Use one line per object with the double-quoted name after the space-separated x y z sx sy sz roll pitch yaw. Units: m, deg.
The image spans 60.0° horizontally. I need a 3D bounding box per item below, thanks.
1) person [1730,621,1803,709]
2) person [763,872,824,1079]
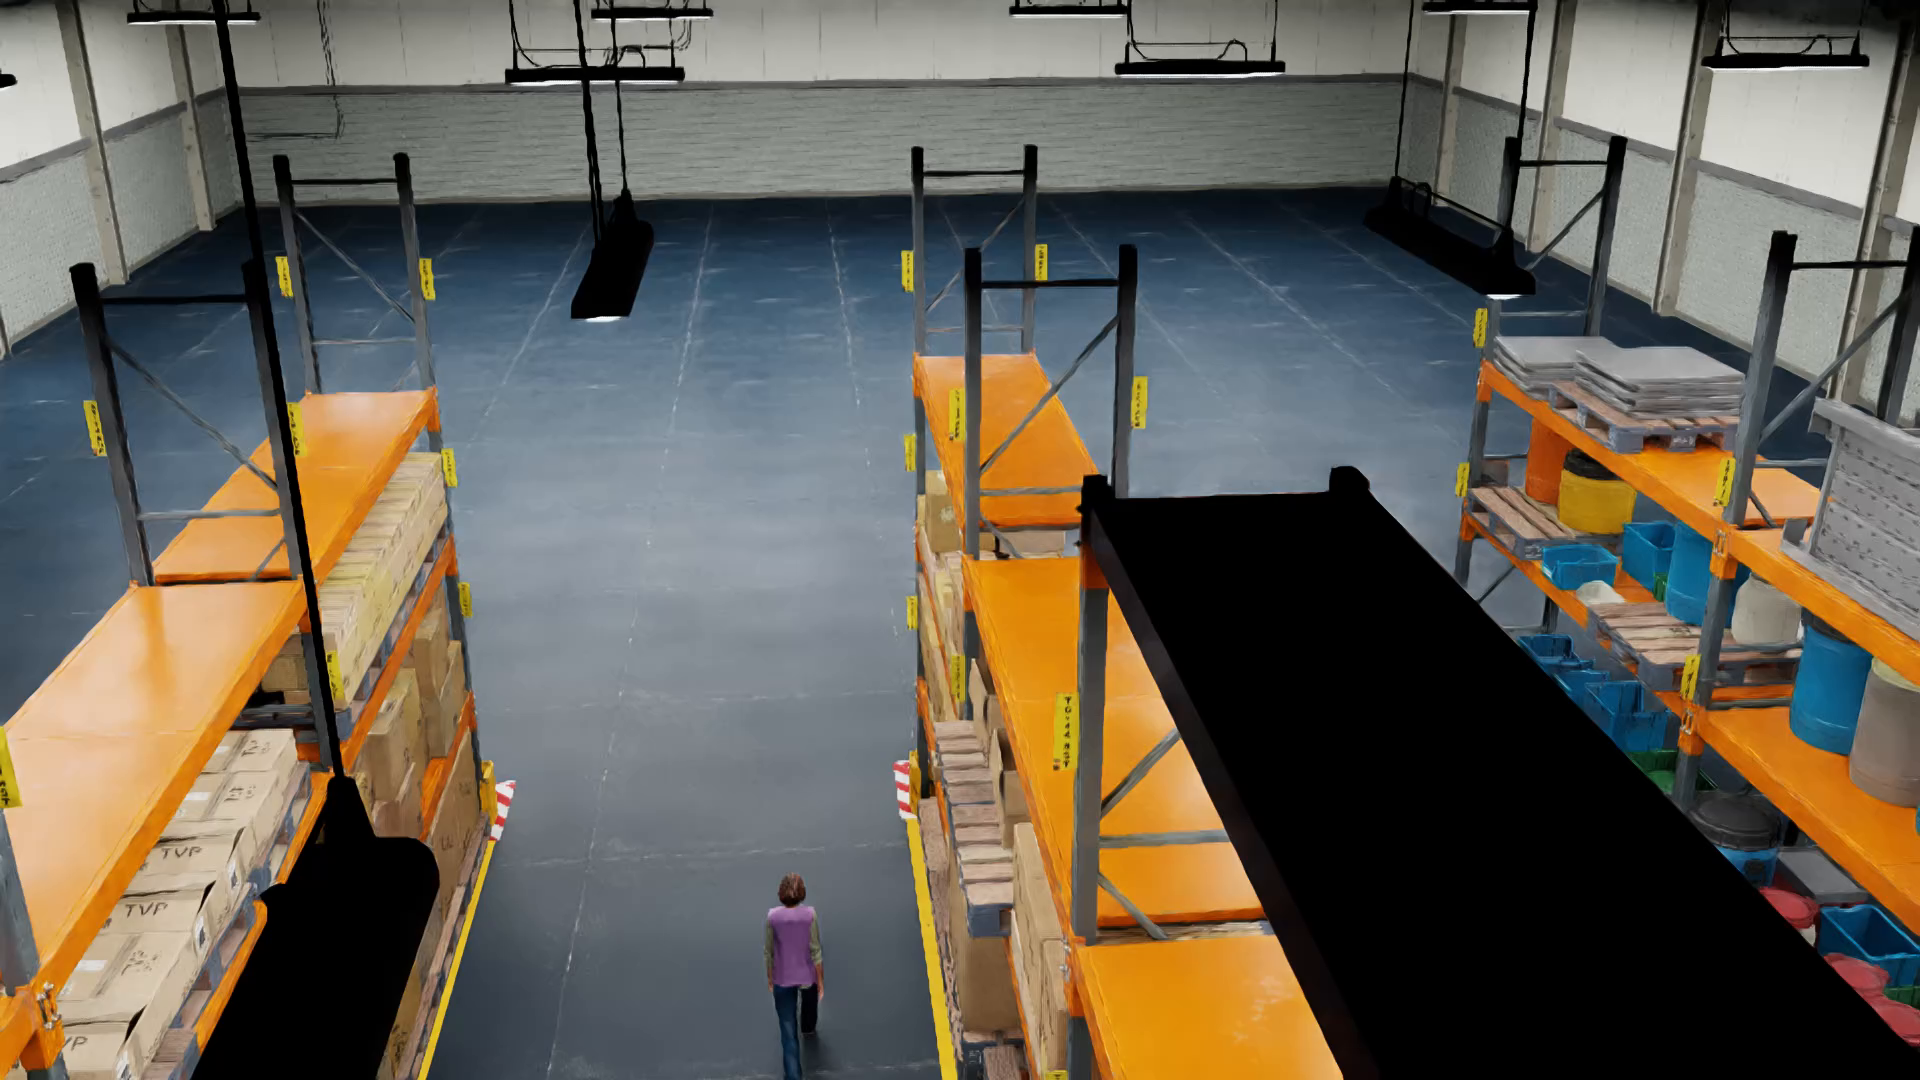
8.256 0.947 16.818 0.676 1.652 0.780 -10 24 -25 "person"
-1.180 3.077 11.789 0.415 1.504 1.042 -3 22 -8 "person"
